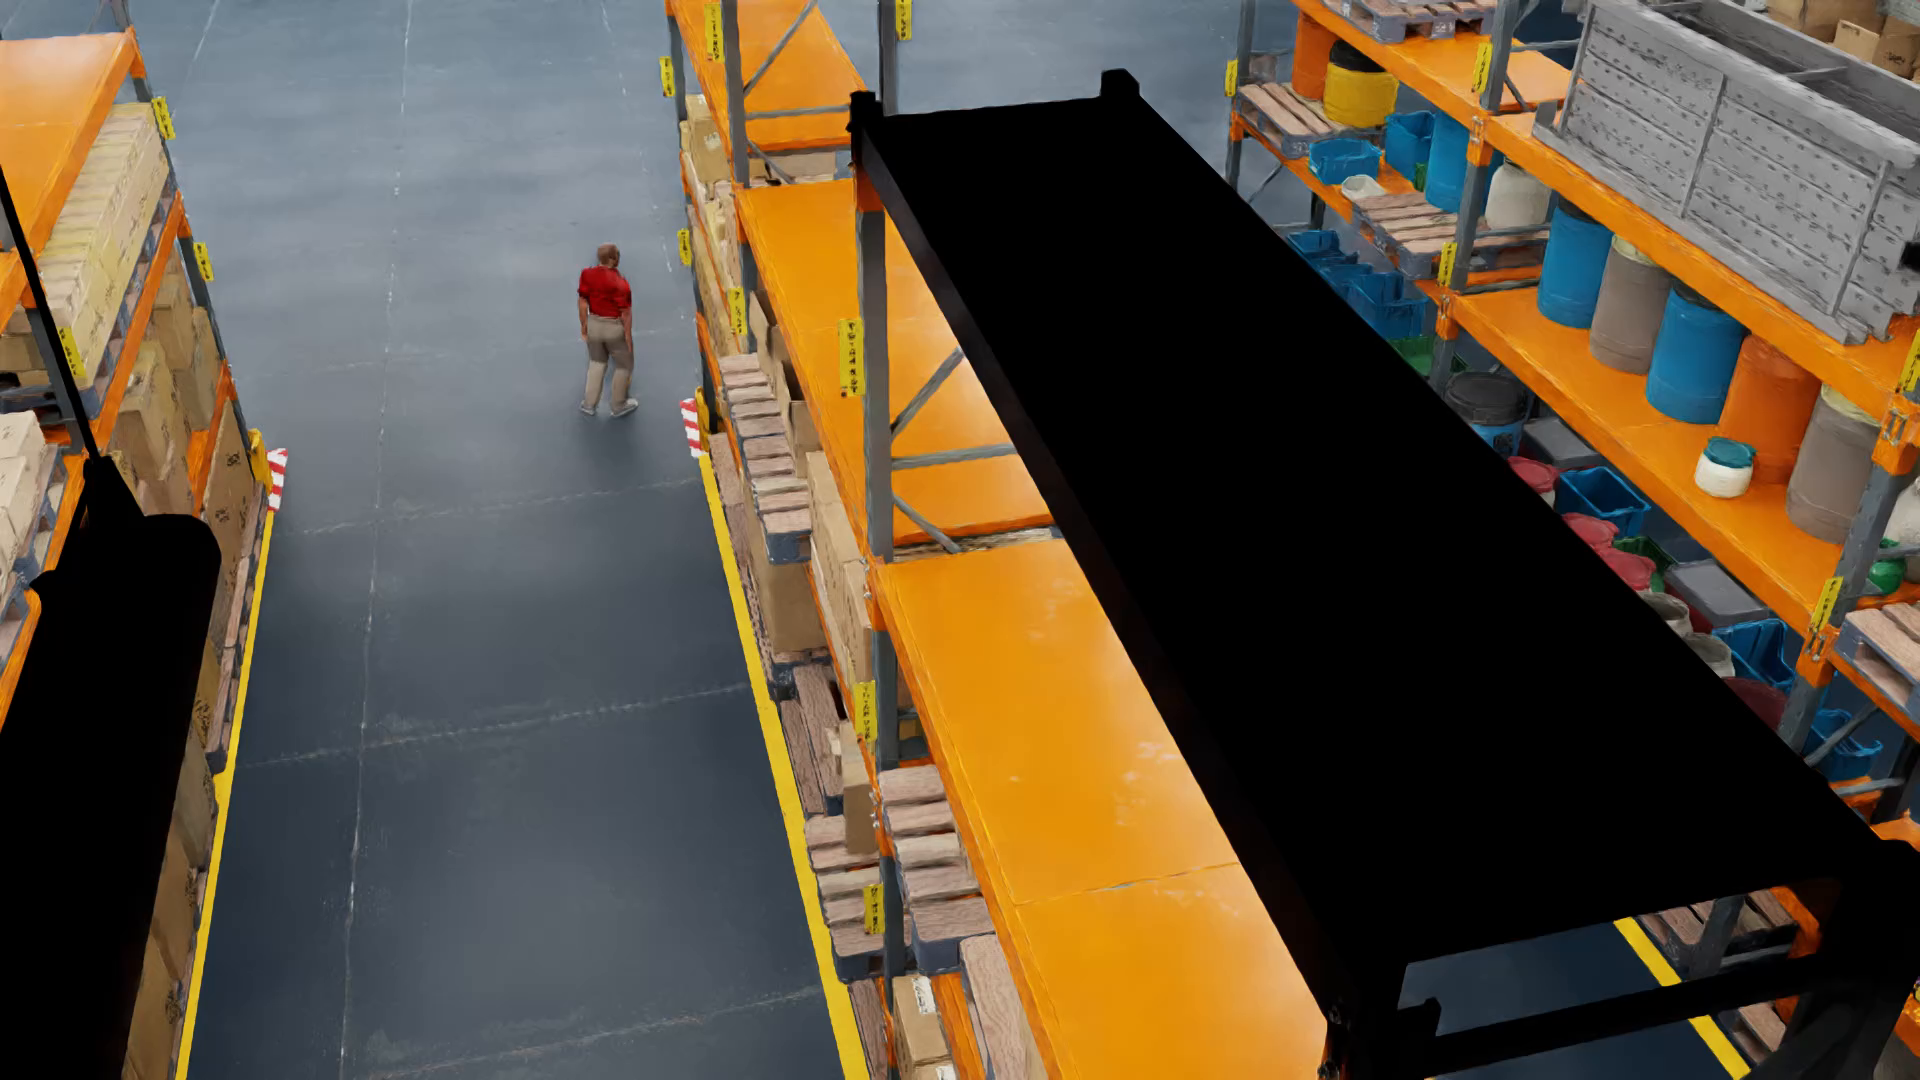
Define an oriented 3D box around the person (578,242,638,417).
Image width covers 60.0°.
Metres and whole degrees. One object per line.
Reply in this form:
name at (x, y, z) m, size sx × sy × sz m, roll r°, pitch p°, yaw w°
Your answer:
person at (-3.294, -1.908, 15.367) m, size 0.600 × 1.713 × 0.560 m, roll 13°, pitch 36°, yaw 18°
